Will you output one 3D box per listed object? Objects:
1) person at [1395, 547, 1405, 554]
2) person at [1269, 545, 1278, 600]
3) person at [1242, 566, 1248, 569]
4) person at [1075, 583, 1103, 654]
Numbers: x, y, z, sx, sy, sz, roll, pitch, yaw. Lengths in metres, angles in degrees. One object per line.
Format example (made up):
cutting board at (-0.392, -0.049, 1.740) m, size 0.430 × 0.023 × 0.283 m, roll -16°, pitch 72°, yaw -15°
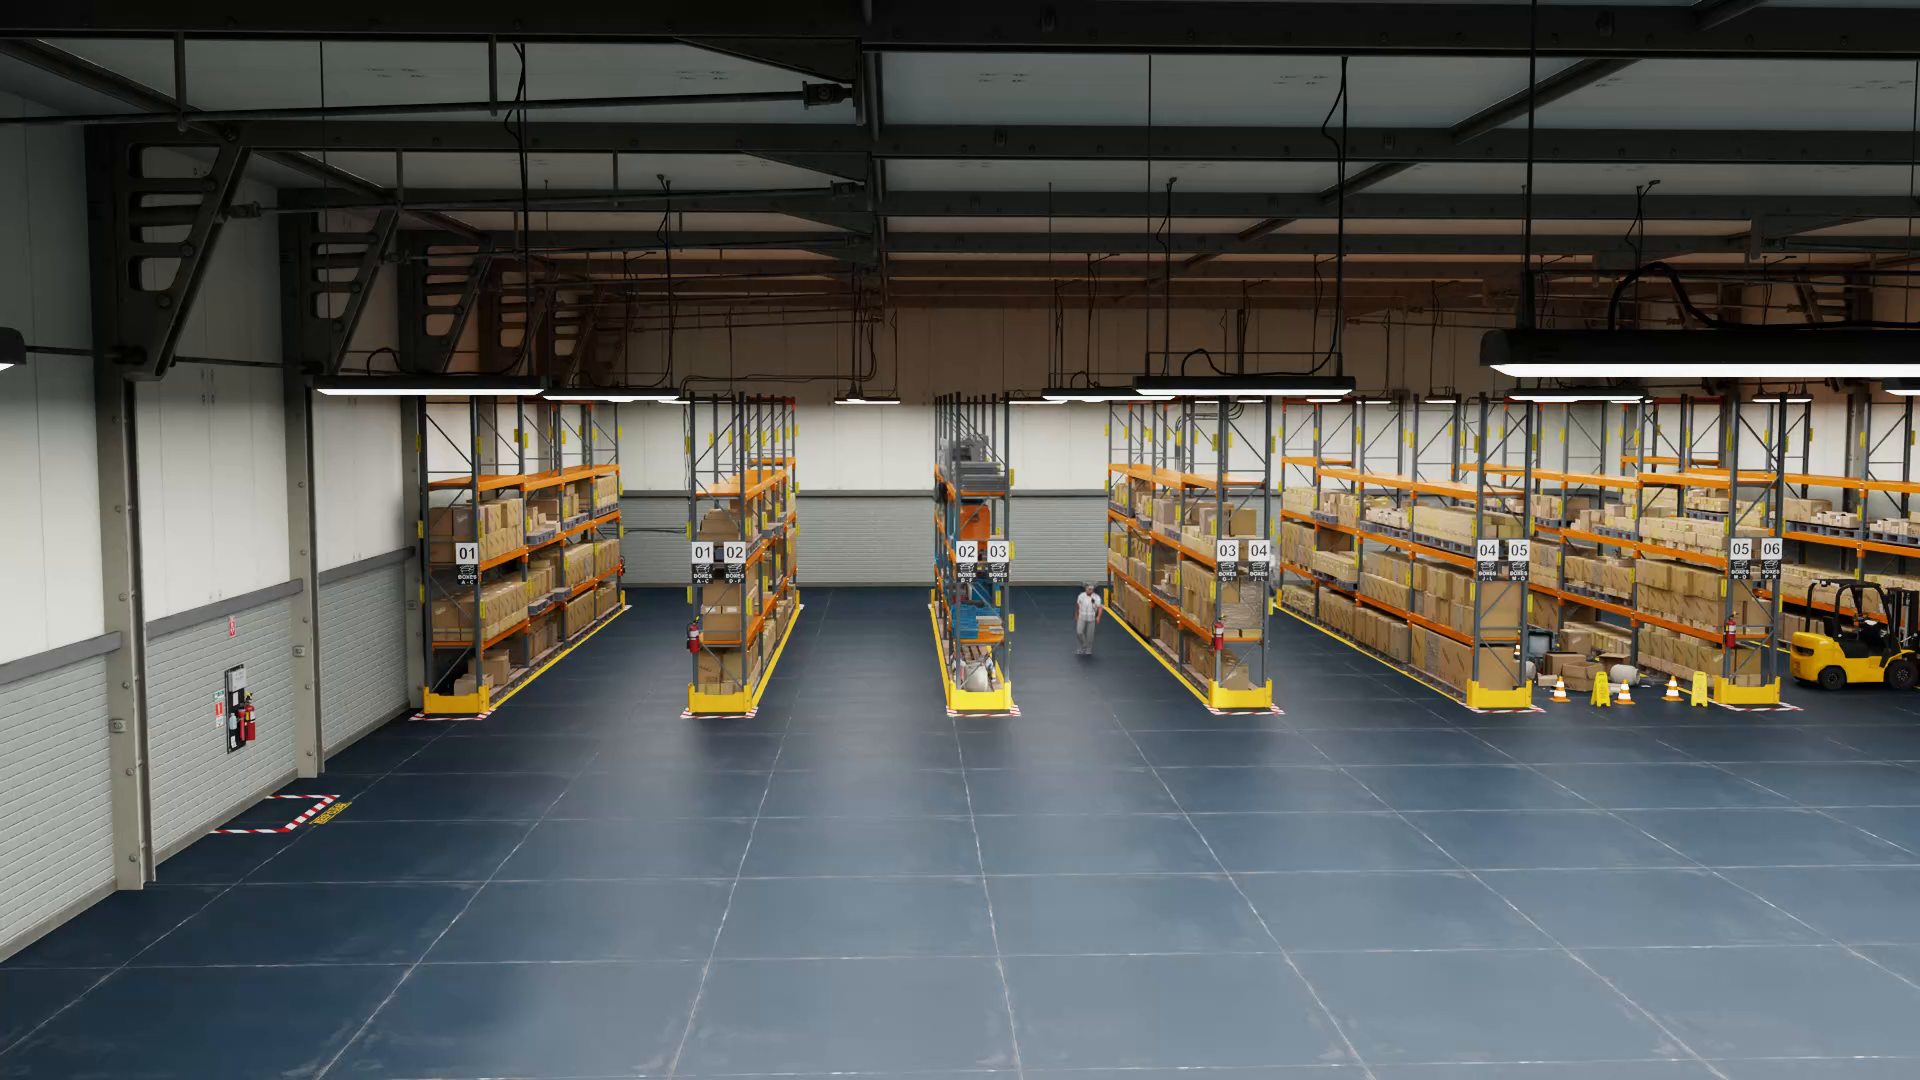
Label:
person at (13.182, 0.905, 49.655) m, size 0.847 × 1.701 × 0.562 m, roll -1°, pitch 5°, yaw -17°
person at (9.077, 0.969, 48.824) m, size 0.846 × 1.726 × 0.609 m, roll -4°, pitch 6°, yaw -38°
person at (8.557, 1.020, 50.474) m, size 0.611 × 1.436 × 0.958 m, roll 1°, pitch 5°, yaw 8°
person at (2.952, 1.808, 38.215) m, size 0.659 × 1.689 × 0.750 m, roll 1°, pitch 5°, yaw 9°
